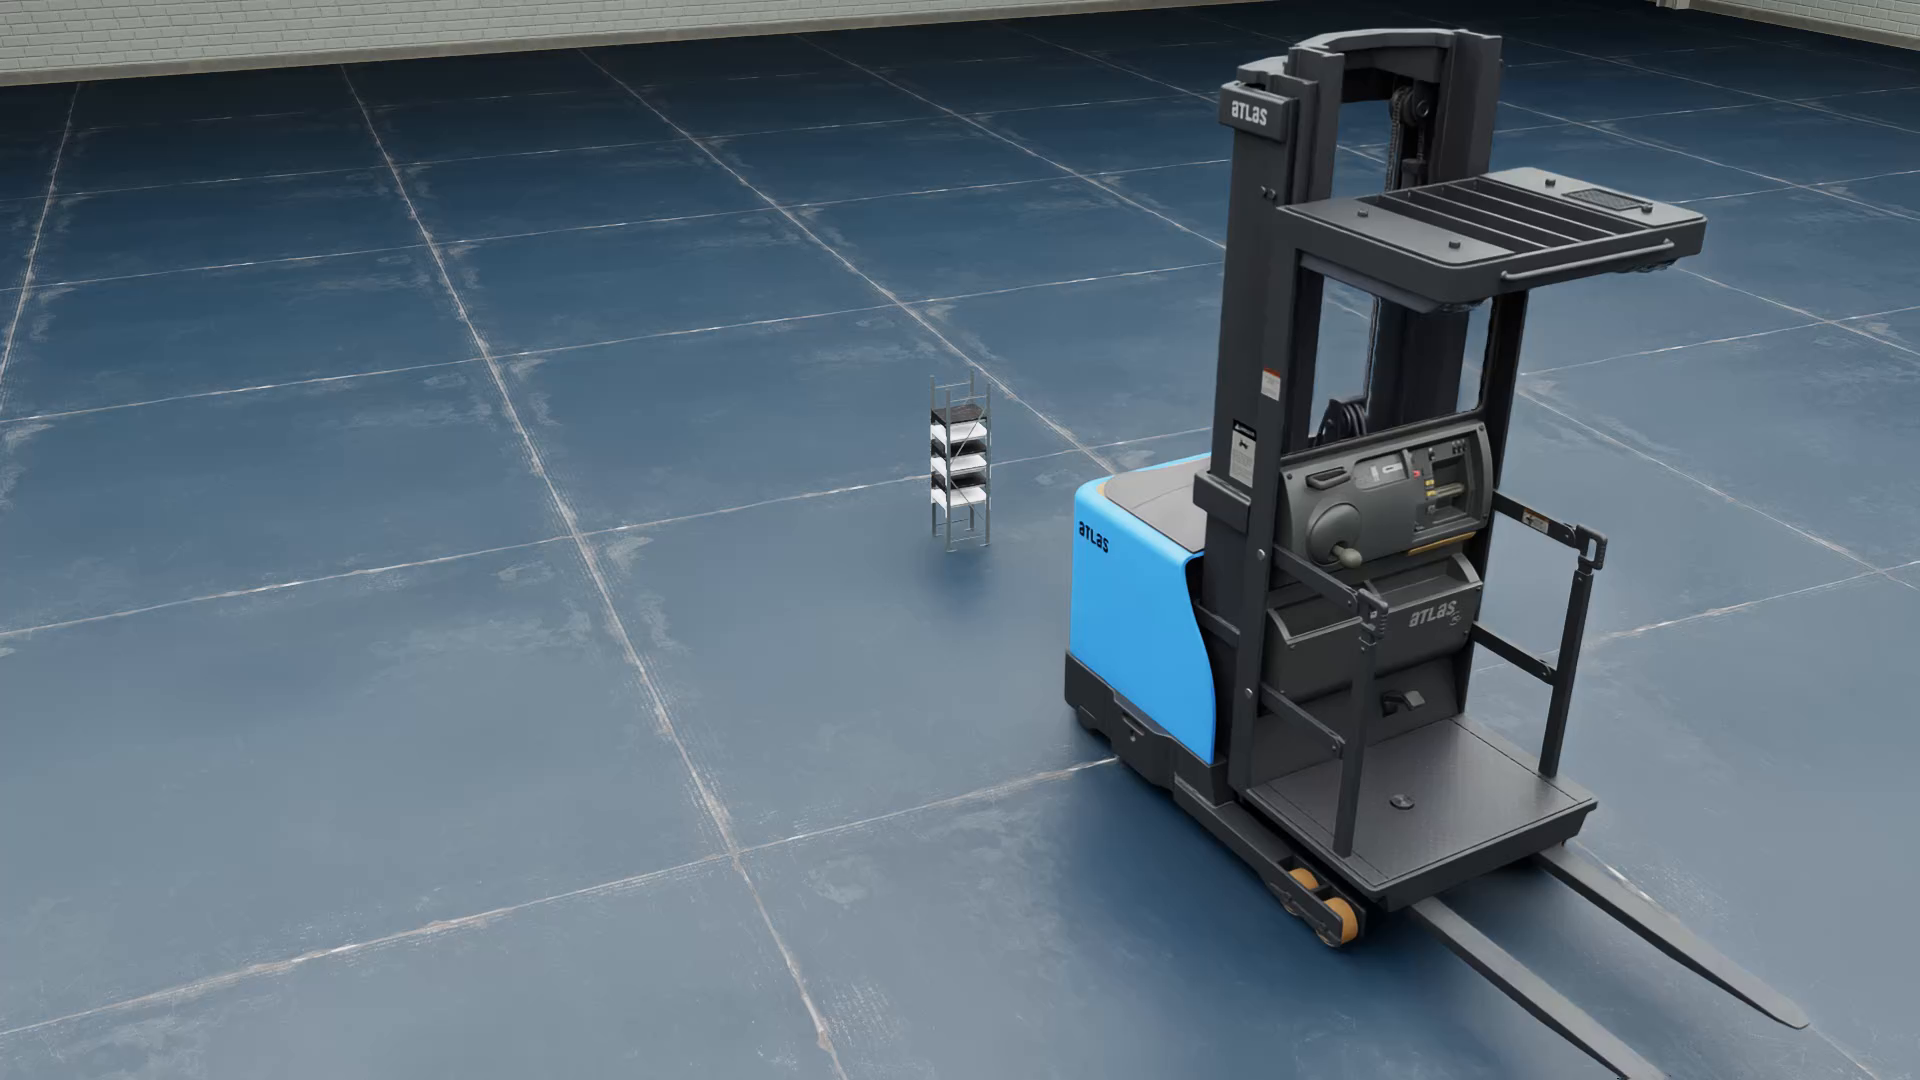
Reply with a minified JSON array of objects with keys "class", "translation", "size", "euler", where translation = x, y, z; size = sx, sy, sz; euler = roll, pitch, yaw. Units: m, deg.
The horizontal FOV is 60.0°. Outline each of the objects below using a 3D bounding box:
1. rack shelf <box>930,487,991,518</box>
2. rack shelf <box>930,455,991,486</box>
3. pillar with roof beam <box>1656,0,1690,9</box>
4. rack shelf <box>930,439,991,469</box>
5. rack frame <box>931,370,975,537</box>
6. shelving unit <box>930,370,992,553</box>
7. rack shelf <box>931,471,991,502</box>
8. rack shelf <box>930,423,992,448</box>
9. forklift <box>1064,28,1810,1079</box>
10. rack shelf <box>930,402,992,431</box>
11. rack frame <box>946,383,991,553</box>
[{"class":"rack shelf","translation":[0.003,-0.209,8.639],"size":[0.258,0.077,0.200],"euler":[-11,28,-21]},{"class":"rack shelf","translation":[0.003,-0.371,8.560],"size":[0.258,0.077,0.200],"euler":[-11,28,-21]},{"class":"pillar with roof beam","translation":[6.957,-11.467,21.979],"size":[9.100,9.000,0.400],"euler":[-11,28,-21]},{"class":"rack shelf","translation":[0.003,-0.452,8.521],"size":[0.258,0.077,0.200],"euler":[-11,28,-21]},{"class":"rack frame","translation":[-0.037,-0.442,8.630],"size":[0.240,0.900,0.006],"euler":[-11,28,-21]},{"class":"shelving unit","translation":[0.003,-0.401,8.546],"size":[0.258,0.900,0.210],"euler":[-11,28,-21]},{"class":"rack shelf","translation":[0.003,-0.290,8.600],"size":[0.258,0.077,0.200],"euler":[-11,28,-21]},{"class":"rack shelf","translation":[0.003,-0.533,8.481],"size":[0.258,0.077,0.200],"euler":[-11,28,-21]},{"class":"forklift","translation":[1.613,-0.123,5.661],"size":[1.130,2.935,3.031],"euler":[-14,29,-26]},{"class":"rack shelf","translation":[0.003,-0.614,8.442],"size":[0.258,0.077,0.200],"euler":[-11,28,-21]},{"class":"rack frame","translation":[0.043,-0.360,8.462],"size":[0.240,0.900,0.006],"euler":[-11,28,-21]}]
